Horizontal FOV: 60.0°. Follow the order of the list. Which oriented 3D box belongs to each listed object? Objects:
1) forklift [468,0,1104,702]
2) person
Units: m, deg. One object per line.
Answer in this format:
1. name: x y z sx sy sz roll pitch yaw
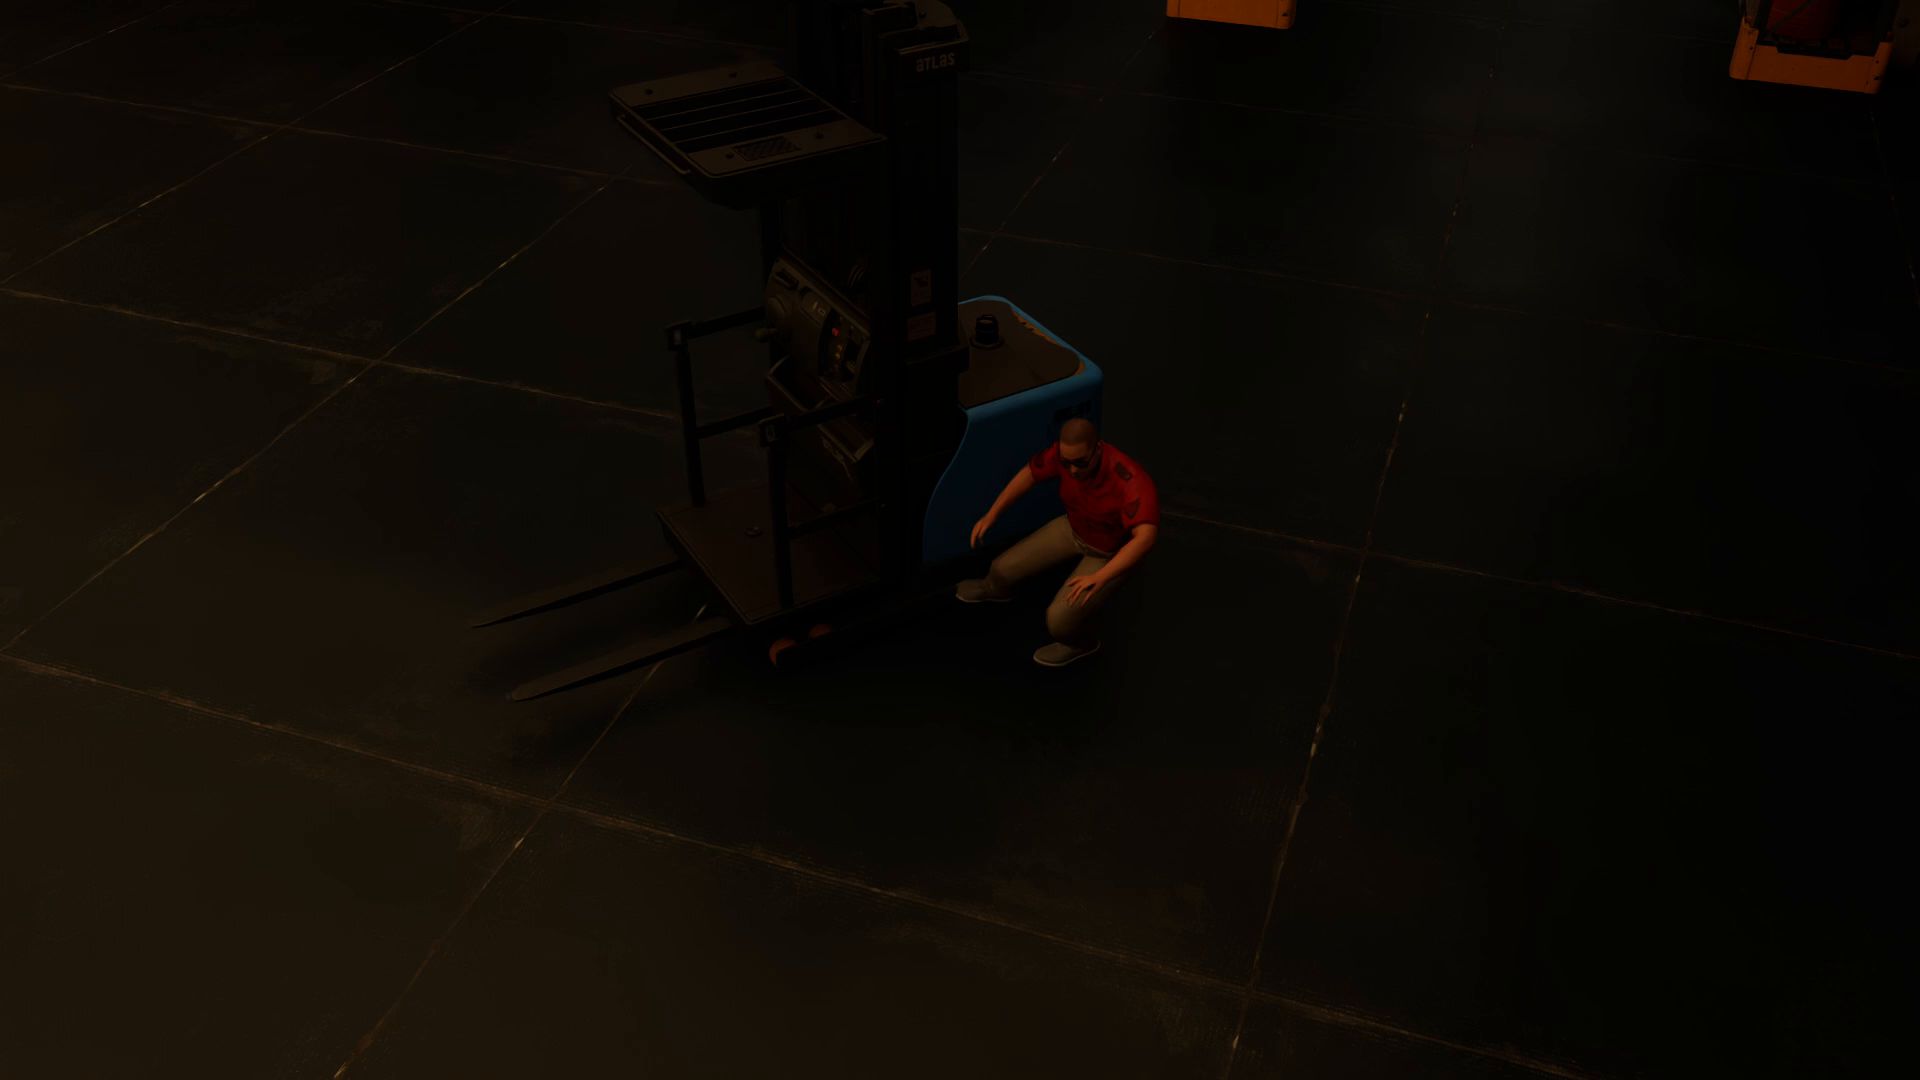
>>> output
1. forklift: -0.824 -0.928 7.420 3.031 2.935 1.130 -19 40 -25
2. person: 0.345 0.039 7.326 1.293 1.480 0.915 29 45 35
